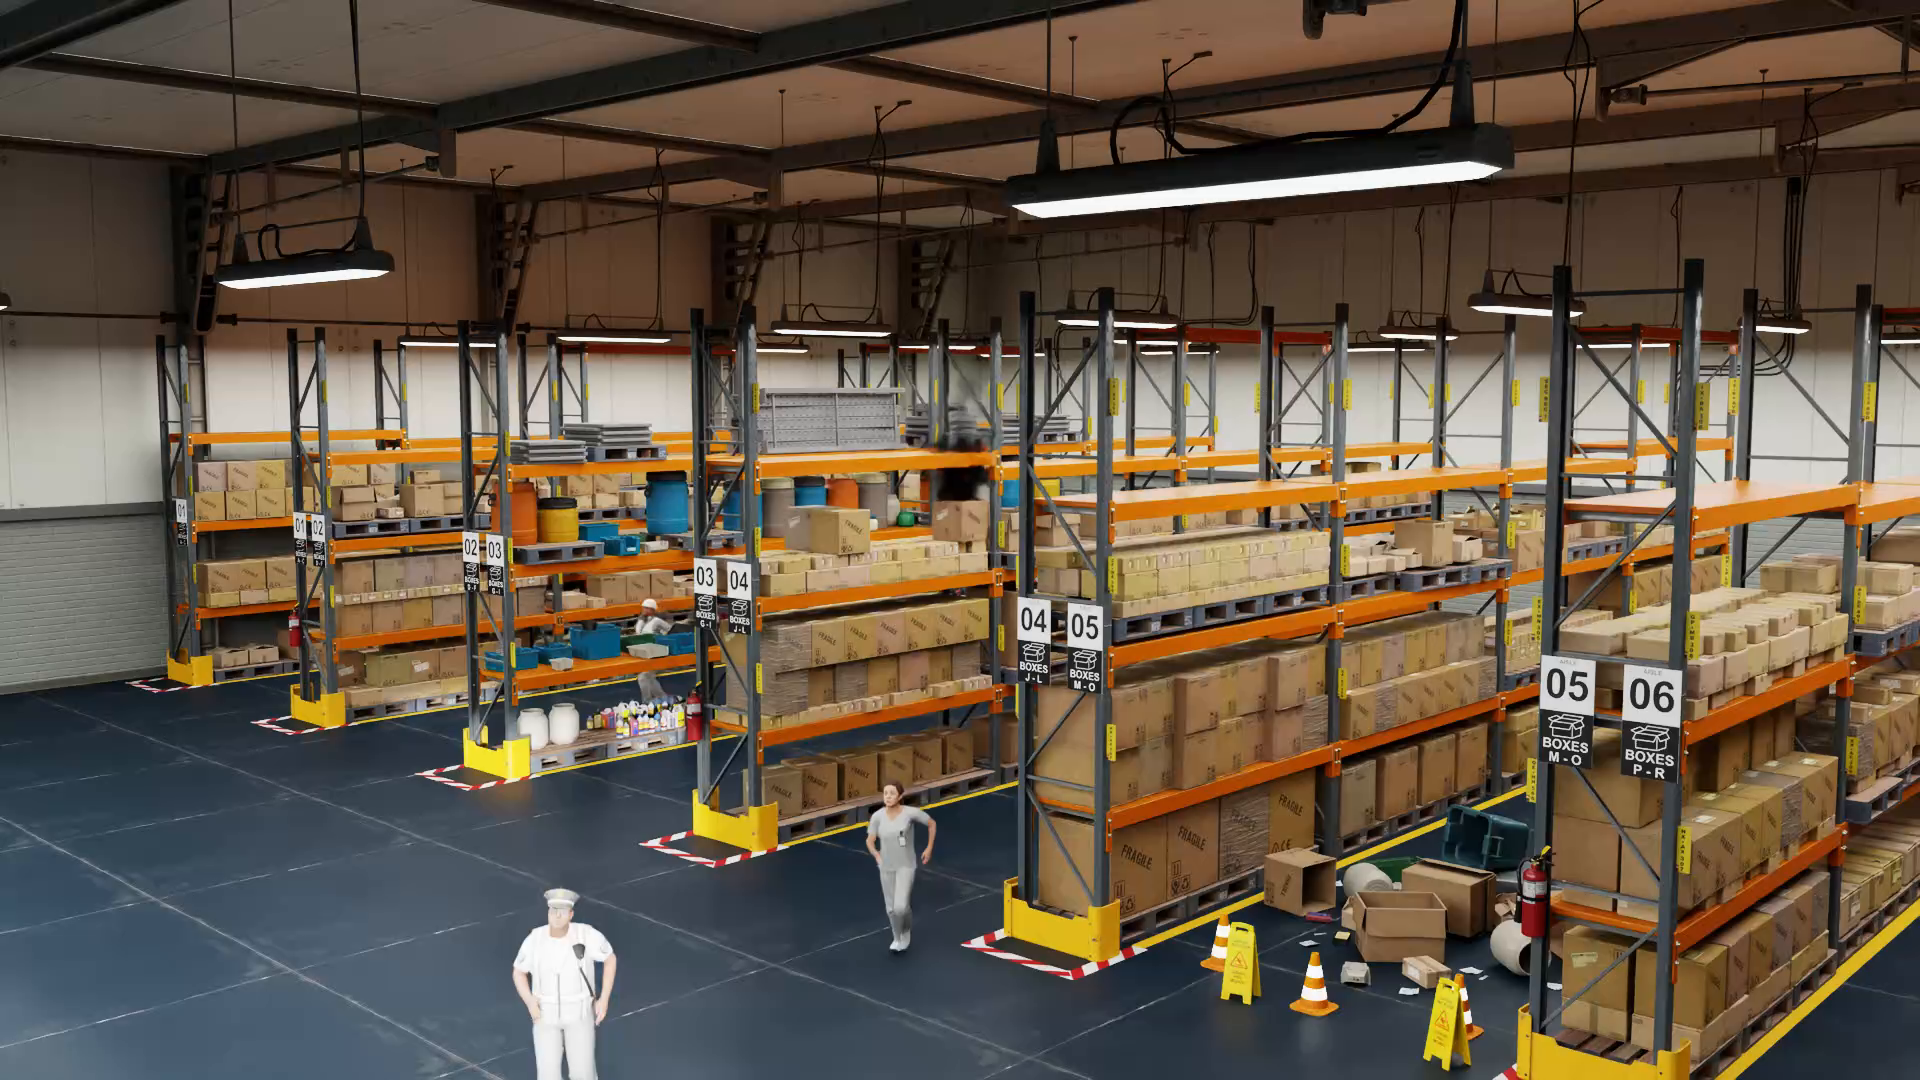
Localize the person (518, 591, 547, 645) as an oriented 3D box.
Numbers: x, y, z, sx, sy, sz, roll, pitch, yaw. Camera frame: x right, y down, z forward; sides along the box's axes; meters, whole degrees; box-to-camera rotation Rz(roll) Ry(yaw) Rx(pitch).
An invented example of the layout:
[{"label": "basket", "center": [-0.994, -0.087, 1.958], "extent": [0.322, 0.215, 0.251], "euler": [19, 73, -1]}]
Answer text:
[{"label": "person", "center": [-7.738, 1.466, 30.321], "extent": [0.681, 1.714, 0.717], "euler": [-5, 8, -45]}]

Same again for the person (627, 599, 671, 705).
[{"label": "person", "center": [-4.887, 1.832, 26.106], "extent": [0.635, 1.825, 0.734], "euler": [5, 7, 43]}]

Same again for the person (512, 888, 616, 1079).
[{"label": "person", "center": [-2.721, 3.238, 11.435], "extent": [0.697, 1.749, 0.627], "euler": [-1, 5, -7]}]

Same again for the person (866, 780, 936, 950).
[{"label": "person", "center": [-0.546, 2.944, 14.890], "extent": [0.581, 1.616, 0.747], "euler": [1, 6, 15]}]
